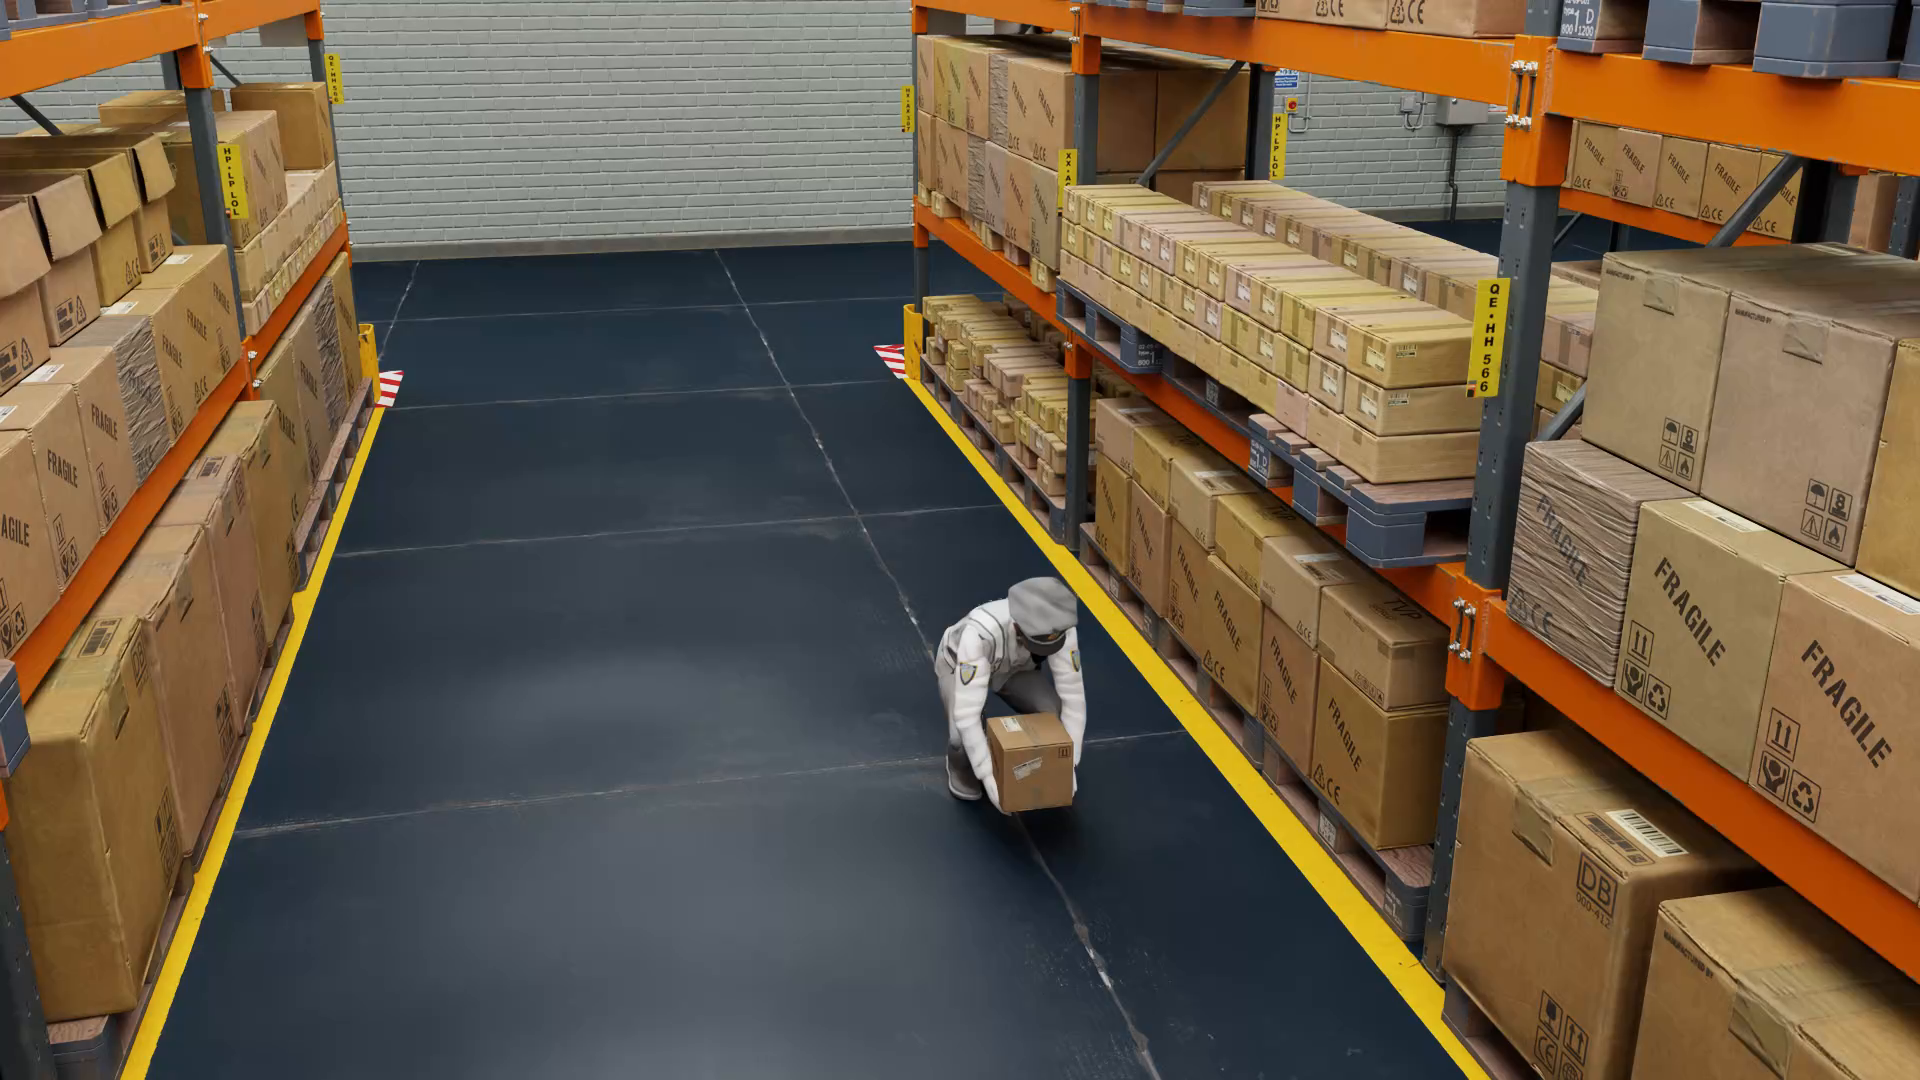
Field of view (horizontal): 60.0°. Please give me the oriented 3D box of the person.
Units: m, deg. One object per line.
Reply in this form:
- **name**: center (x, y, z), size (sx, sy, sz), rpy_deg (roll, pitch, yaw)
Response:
- **person**: center (0.177, 0.529, 6.149), size (0.497, 0.964, 0.821), rpy_deg (-5, 20, -13)
